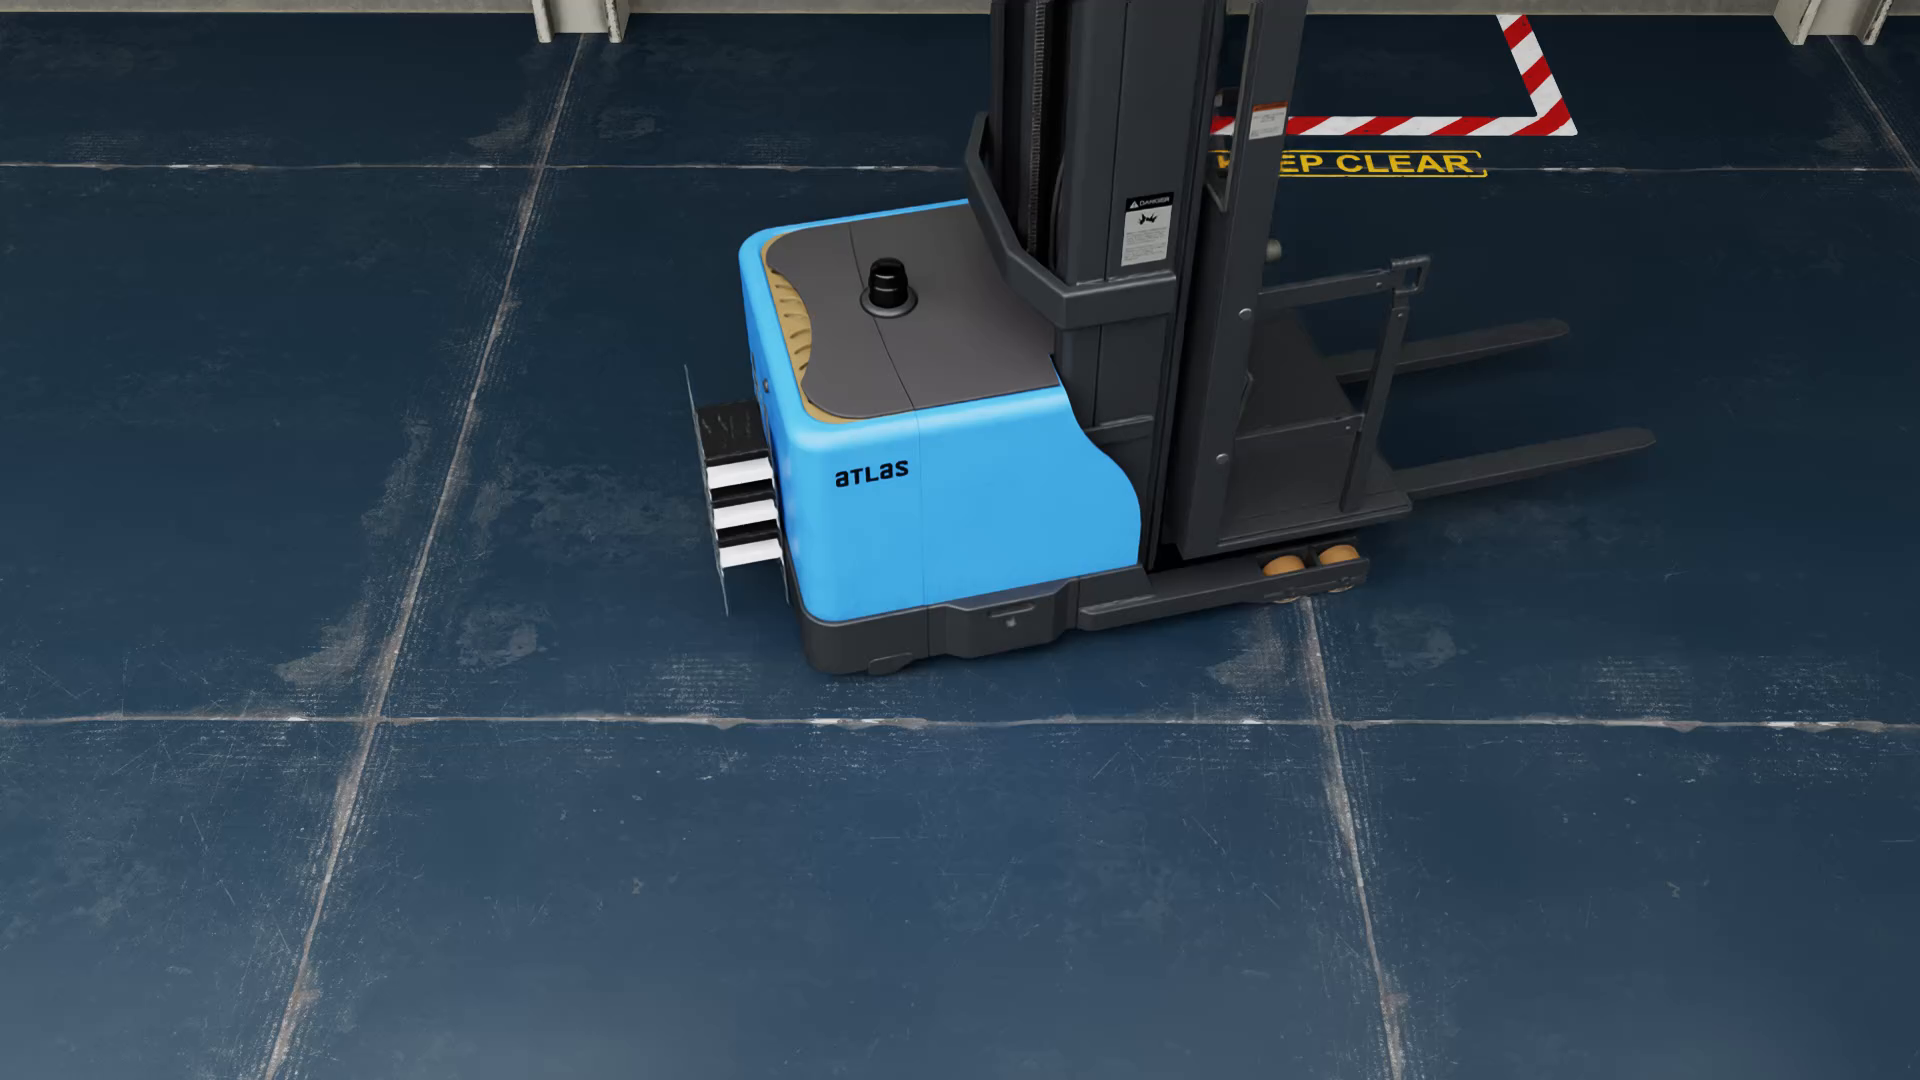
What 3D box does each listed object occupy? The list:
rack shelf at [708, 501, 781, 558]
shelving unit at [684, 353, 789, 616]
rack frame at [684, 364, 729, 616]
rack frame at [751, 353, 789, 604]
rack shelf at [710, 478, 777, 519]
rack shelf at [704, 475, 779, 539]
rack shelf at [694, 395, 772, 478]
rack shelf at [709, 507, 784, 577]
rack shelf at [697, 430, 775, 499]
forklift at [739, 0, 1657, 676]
[{"bbox_3d":[-0.700,-0.074,5.373,0.200,0.077,0.258,-11,48,-10],"label":"rack shelf"},{"bbox_3d":[-0.700,-0.159,5.283,0.210,0.900,0.258,-11,48,-10],"label":"shelving unit"},{"bbox_3d":[-0.799,-0.140,5.266,0.006,0.900,0.240,-11,48,-10],"label":"rack frame"},{"bbox_3d":[-0.602,-0.177,5.300,0.006,0.900,0.240,-11,48,-10],"label":"rack frame"},{"bbox_3d":[-0.700,-0.197,5.241,0.200,0.077,0.258,-11,48,-10],"label":"rack shelf"},{"bbox_3d":[-0.700,-0.136,5.307,0.200,0.077,0.258,-11,48,-10],"label":"rack shelf"},{"bbox_3d":[-0.700,-0.320,5.110,0.200,0.077,0.258,-11,48,-10],"label":"rack shelf"},{"bbox_3d":[-0.700,-0.013,5.439,0.200,0.077,0.258,-11,48,-10],"label":"rack shelf"},{"bbox_3d":[-0.700,-0.258,5.175,0.200,0.077,0.258,-11,48,-10],"label":"rack shelf"},{"bbox_3d":[0.872,-1.154,4.822,3.031,2.935,1.130,-11,48,-10],"label":"forklift"}]
